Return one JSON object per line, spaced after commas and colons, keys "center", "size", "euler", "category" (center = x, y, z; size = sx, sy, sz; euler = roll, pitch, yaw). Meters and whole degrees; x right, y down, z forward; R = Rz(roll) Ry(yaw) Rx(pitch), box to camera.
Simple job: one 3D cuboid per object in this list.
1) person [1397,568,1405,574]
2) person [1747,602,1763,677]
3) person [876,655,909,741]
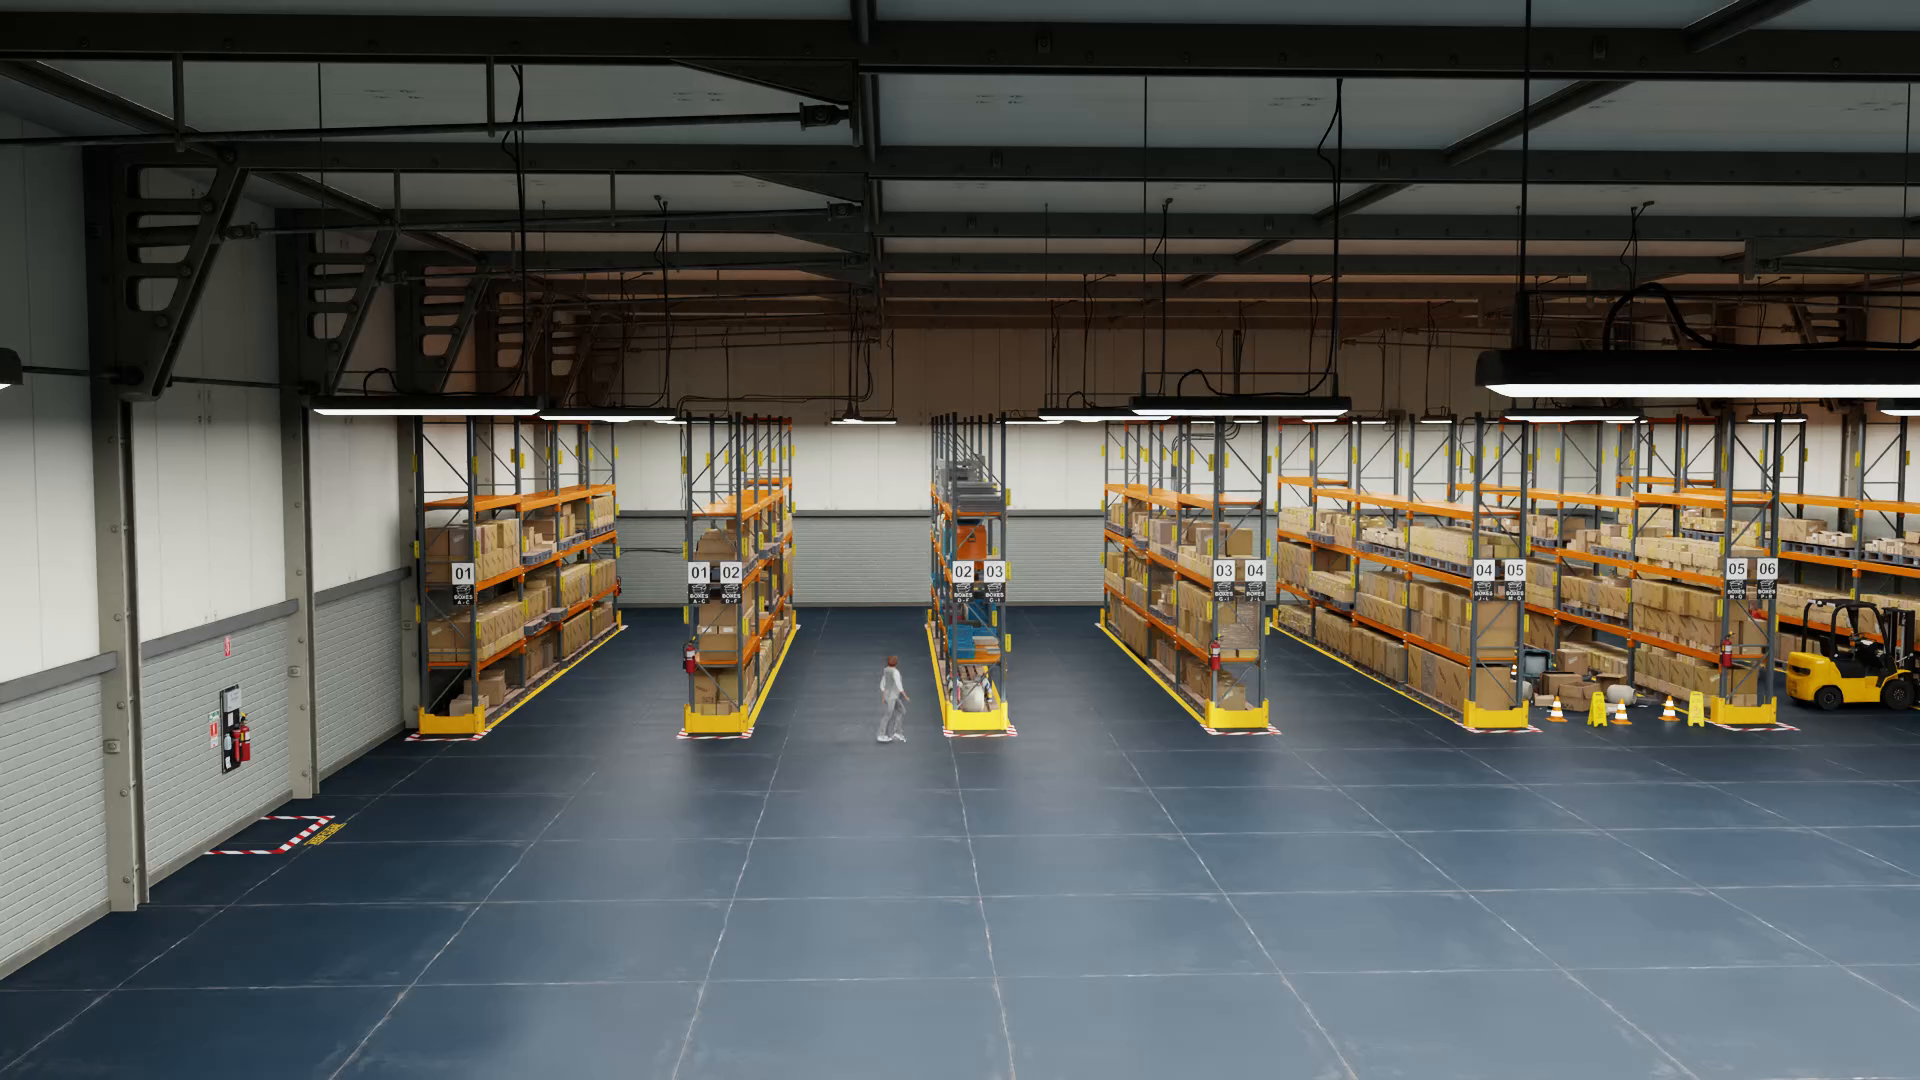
{"center": [12.345, 1.683, 46.808], "size": [0.541, 1.842, 0.609], "euler": [1, 4, 9], "category": "person"}
{"center": [18.061, 2.282, 37.973], "size": [0.612, 1.767, 0.686], "euler": [-1, 4, -13], "category": "person"}
{"center": [-1.220, 2.878, 30.125], "size": [0.600, 1.621, 0.407], "euler": [0, 4, -2], "category": "person"}
